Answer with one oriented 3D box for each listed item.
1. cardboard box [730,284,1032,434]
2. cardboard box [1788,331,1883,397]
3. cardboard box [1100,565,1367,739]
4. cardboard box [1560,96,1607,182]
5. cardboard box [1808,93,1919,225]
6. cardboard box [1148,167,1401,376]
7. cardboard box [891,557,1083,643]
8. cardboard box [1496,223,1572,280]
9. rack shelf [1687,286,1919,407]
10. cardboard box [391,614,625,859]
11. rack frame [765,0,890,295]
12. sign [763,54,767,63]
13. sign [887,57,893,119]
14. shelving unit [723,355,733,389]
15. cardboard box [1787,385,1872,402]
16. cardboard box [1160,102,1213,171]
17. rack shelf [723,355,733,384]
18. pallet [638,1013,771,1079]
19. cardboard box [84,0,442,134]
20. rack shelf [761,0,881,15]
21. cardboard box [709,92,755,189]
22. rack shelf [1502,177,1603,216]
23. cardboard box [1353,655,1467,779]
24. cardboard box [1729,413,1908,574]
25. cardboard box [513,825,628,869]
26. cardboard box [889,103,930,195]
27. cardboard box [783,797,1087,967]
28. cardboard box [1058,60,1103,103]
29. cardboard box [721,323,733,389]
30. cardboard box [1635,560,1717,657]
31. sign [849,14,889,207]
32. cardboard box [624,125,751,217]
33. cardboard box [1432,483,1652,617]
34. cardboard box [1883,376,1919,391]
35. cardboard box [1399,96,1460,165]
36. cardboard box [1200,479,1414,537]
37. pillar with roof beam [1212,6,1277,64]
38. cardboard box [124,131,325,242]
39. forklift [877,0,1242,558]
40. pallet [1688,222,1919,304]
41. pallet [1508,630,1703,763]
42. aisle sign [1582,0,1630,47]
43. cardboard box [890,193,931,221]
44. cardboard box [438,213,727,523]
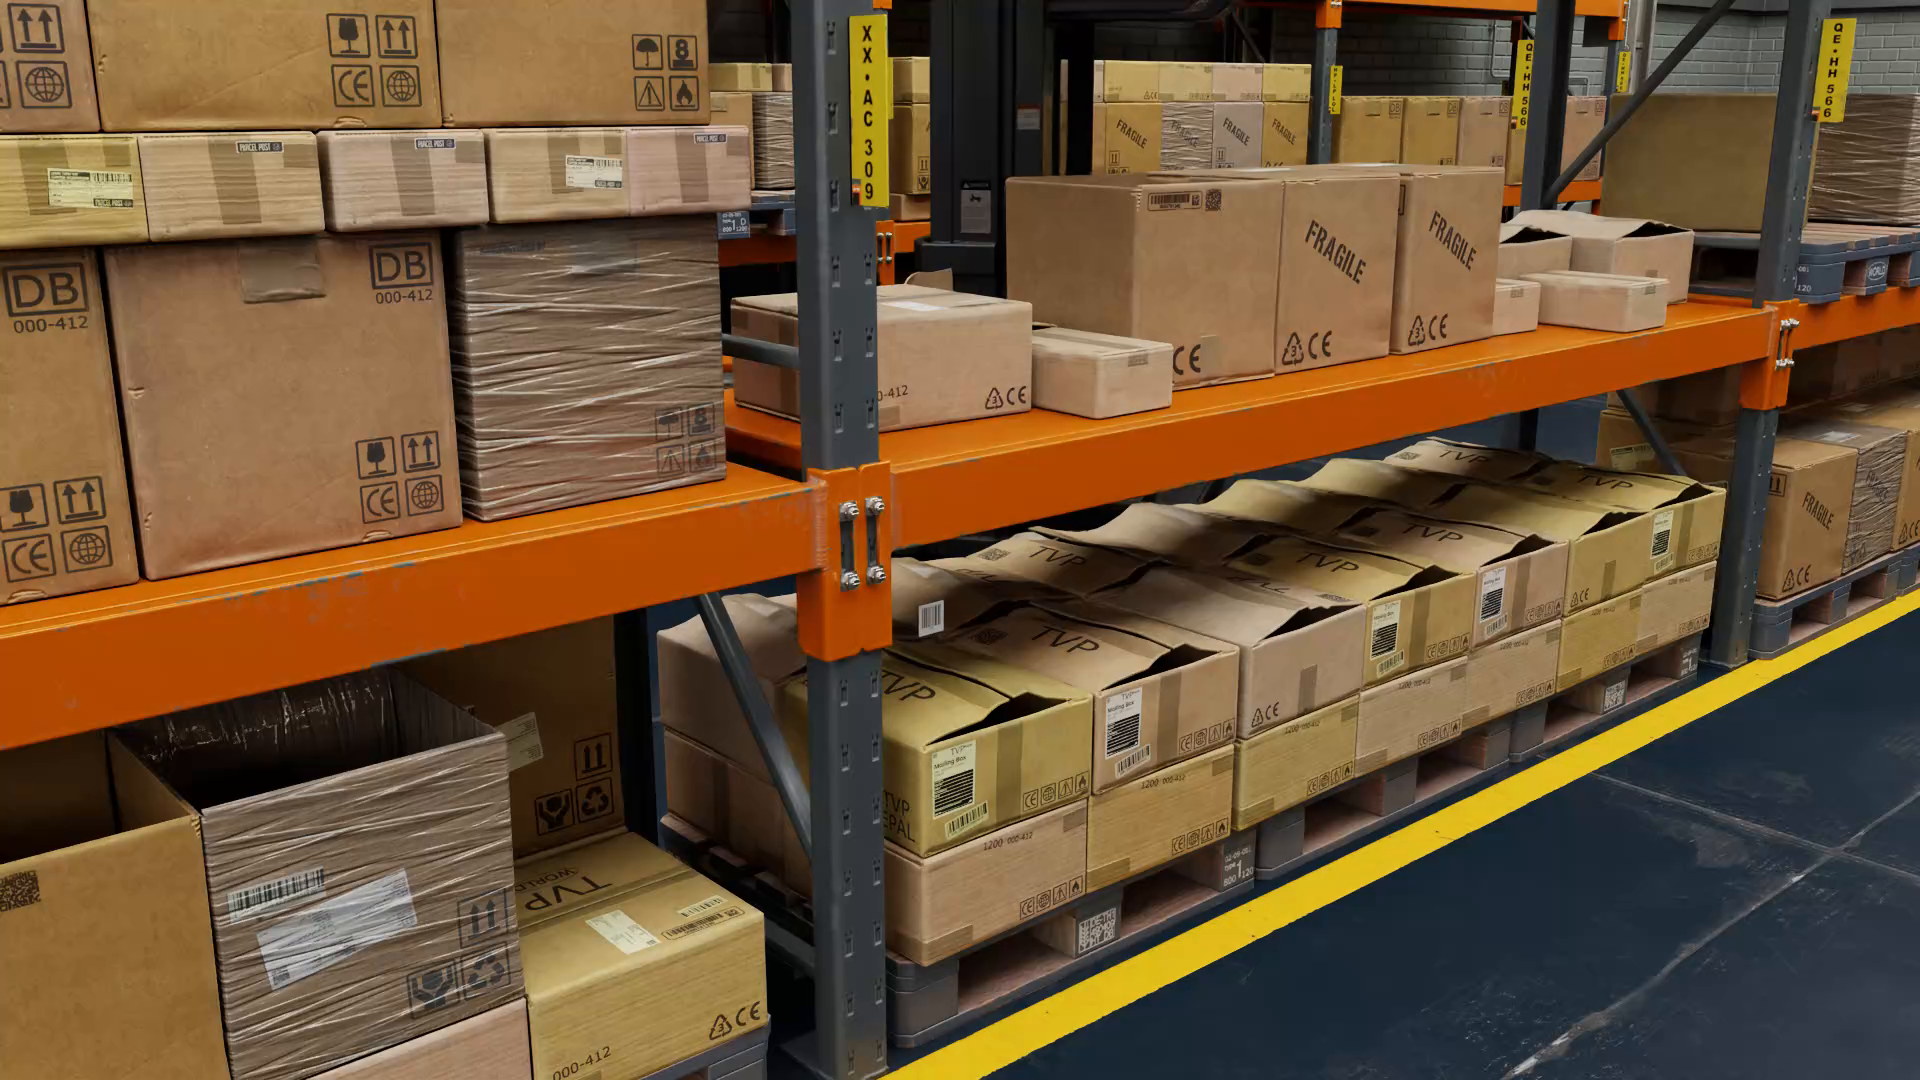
[{"bbox_3d":[-0.183,-0.426,3.821,0.500,0.250,0.500,-11,19,-36],"label":"cardboard box"},{"bbox_3d":[3.852,-0.840,7.619,0.500,0.250,0.500,-13,20,-40],"label":"cardboard box"},{"bbox_3d":[0.720,0.255,4.410,0.500,0.311,0.500,-14,20,-41],"label":"cardboard box"},{"bbox_3d":[4.894,-3.459,14.307,0.700,0.700,0.980,-12,19,-37],"label":"cardboard box"},{"bbox_3d":[3.708,-1.581,6.850,0.500,0.500,0.700,-9,17,-29],"label":"cardboard box"},{"bbox_3d":[0.840,-0.755,4.572,0.500,0.500,0.500,-13,19,-39],"label":"cardboard box"},{"bbox_3d":[-0.020,0.235,4.487,0.500,0.311,0.500,-12,19,-38],"label":"cardboard box"},{"bbox_3d":[1.690,-0.927,5.580,0.500,0.311,0.500,-13,20,-40],"label":"cardboard box"},{"bbox_3d":[4.001,-1.075,7.356,4.000,0.370,1.077,-13,19,-39],"label":"rack shelf"},{"bbox_3d":[-1.081,0.375,3.596,0.500,0.500,0.500,-13,19,-39],"label":"cardboard box"},{"bbox_3d":[-0.763,-2.047,9.603,0.127,3.000,1.000,-13,19,-39],"label":"rack frame"},{"bbox_3d":[-1.130,-2.714,9.856,0.005,0.325,0.100,-13,19,-39],"label":"sign"},{"bbox_3d":[-0.399,-2.465,9.074,0.005,0.325,0.100,-13,19,-39],"label":"sign"},{"bbox_3d":[-0.997,-0.402,7.217,0.215,1.050,0.252,-5,16,-17],"label":"shelving unit"},{"bbox_3d":[3.826,-0.470,7.690,0.500,0.500,0.500,-14,20,-41],"label":"cardboard box"},{"bbox_3d":[1.309,-2.628,10.966,0.500,0.500,0.500,-13,19,-39],"label":"cardboard box"},{"bbox_3d":[-0.998,-0.665,7.147,0.215,0.259,0.240,-5,16,-17],"label":"rack shelf"},{"bbox_3d":[-1.153,1.068,3.344,1.213,0.211,1.003,-13,19,-39],"label":"pallet"},{"bbox_3d":[-1.237,-0.919,2.670,0.500,0.500,0.700,-13,20,-39],"label":"cardboard box"},{"bbox_3d":[-2.272,-2.810,8.040,4.000,0.370,1.077,-13,19,-39],"label":"rack shelf"},{"bbox_3d":[-1.515,-2.127,8.854,0.700,0.500,0.500,14,20,42],"label":"cardboard box"},{"bbox_3d":[3.764,-2.716,13.501,4.000,0.370,1.077,-13,19,-39],"label":"rack shelf"},{"bbox_3d":[1.101,0.439,4.809,0.500,0.250,0.500,-12,19,-38],"label":"cardboard box"},{"bbox_3d":[3.414,-0.200,6.677,0.500,0.500,0.500,-14,20,-41],"label":"cardboard box"},{"bbox_3d":[-1.075,0.739,3.685,0.500,0.250,0.500,-13,19,-39],"label":"cardboard box"},{"bbox_3d":[-0.228,-2.282,9.670,0.500,0.500,0.500,-12,19,-38],"label":"cardboard box"},{"bbox_3d":[-0.059,0.699,3.834,0.500,0.250,0.500,-13,20,-41],"label":"cardboard box"},{"bbox_3d":[0.529,-2.815,10.213,0.500,0.250,0.500,-12,19,-39],"label":"cardboard box"},{"bbox_3d":[-1.272,-0.920,9.374,0.500,0.500,0.700,-12,19,-39],"label":"cardboard box"},{"bbox_3d":[2.255,0.178,5.784,0.500,0.250,0.500,-12,19,-38],"label":"cardboard box"},{"bbox_3d":[-0.160,-0.755,2.932,0.005,0.325,0.100,-13,19,-39],"label":"sign"},{"bbox_3d":[-0.590,-0.680,3.033,0.250,0.149,0.380,-13,20,-39],"label":"cardboard box"},{"bbox_3d":[1.871,-0.003,5.377,0.500,0.311,0.500,-13,20,-40],"label":"cardboard box"},{"bbox_3d":[4.568,-0.460,7.650,0.500,0.500,0.500,-12,19,-39],"label":"cardboard box"},{"bbox_3d":[3.229,-3.081,12.892,0.700,0.700,0.980,-13,20,-41],"label":"cardboard box"},{"bbox_3d":[1.127,-0.021,5.444,0.500,0.311,0.500,-13,20,-41],"label":"cardboard box"},{"bbox_3d":[5.041,-5.072,9.302,0.400,9.000,9.100,-13,19,-39],"label":"pillar with roof beam"},{"bbox_3d":[-1.171,-0.549,2.542,0.250,0.149,0.380,-13,20,-39],"label":"cardboard box"},{"bbox_3d":[0.663,-1.368,7.193,3.031,2.935,1.130,4,15,15],"label":"forklift"},{"bbox_3d":[2.957,-1.120,6.501,1.003,0.211,1.213,-13,19,-39],"label":"pallet"},{"bbox_3d":[1.845,0.395,5.861,1.213,0.211,1.003,-13,19,-39],"label":"pallet"},{"bbox_3d":[5.524,-4.612,14.168,0.004,0.787,0.394,-13,19,-39],"label":"aisle sign"},{"bbox_3d":[-0.362,-1.946,9.673,0.250,0.149,0.380,-13,20,-40],"label":"cardboard box"},{"bbox_3d":[-0.856,-0.378,3.159,0.500,0.500,0.700,-13,20,-41],"label":"cardboard box"}]
